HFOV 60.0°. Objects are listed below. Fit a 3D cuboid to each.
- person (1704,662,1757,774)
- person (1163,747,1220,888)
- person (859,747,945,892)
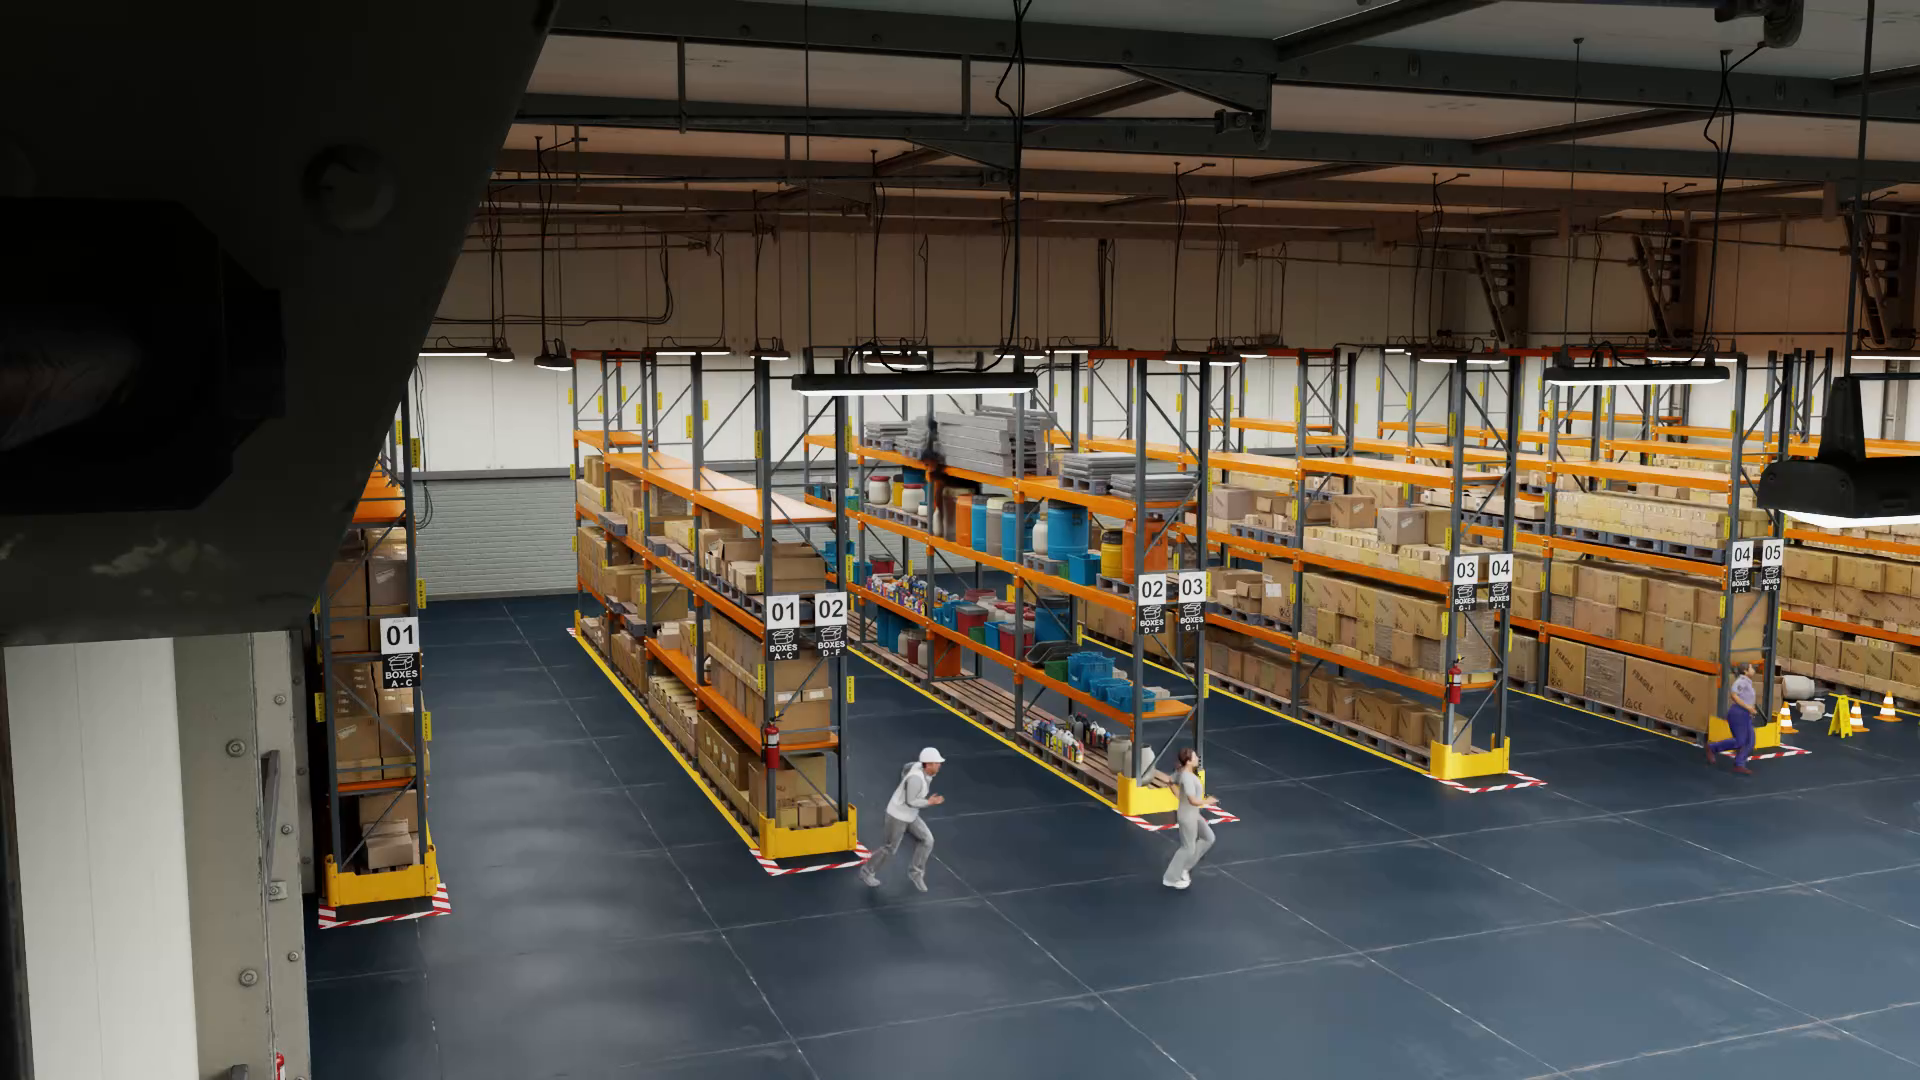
[{"bbox_3d":[11.284,2.562,24.249,0.690,1.578,0.672,4,8,32],"label":"person"},{"bbox_3d":[2.636,3.155,18.952,0.631,1.635,0.542,1,7,6],"label":"person"},{"bbox_3d":[-0.658,3.182,18.929,0.999,1.717,0.695,1,7,10],"label":"person"}]
